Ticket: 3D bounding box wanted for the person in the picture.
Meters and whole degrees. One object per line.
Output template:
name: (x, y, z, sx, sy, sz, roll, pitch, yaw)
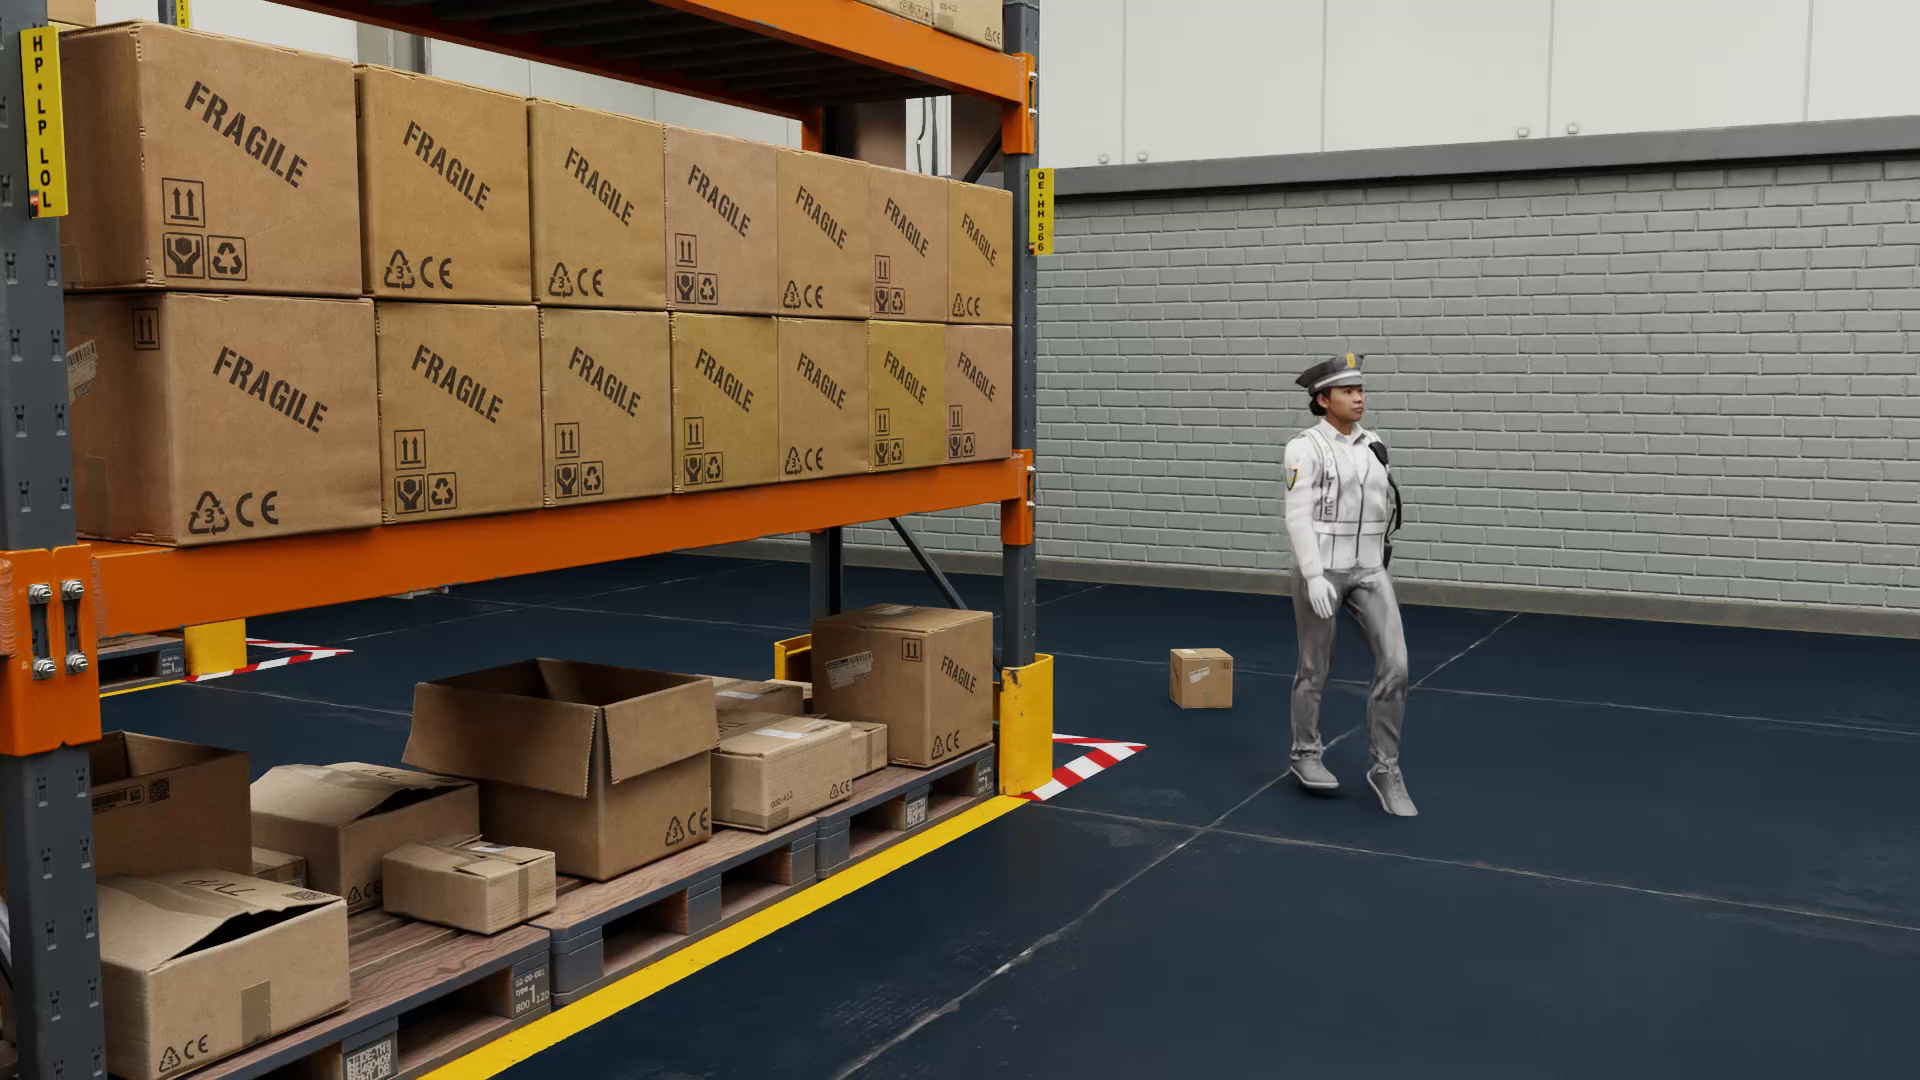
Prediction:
person: (1.449, 0.169, 6.269, 0.486, 1.750, 0.588, -2, 6, -18)
